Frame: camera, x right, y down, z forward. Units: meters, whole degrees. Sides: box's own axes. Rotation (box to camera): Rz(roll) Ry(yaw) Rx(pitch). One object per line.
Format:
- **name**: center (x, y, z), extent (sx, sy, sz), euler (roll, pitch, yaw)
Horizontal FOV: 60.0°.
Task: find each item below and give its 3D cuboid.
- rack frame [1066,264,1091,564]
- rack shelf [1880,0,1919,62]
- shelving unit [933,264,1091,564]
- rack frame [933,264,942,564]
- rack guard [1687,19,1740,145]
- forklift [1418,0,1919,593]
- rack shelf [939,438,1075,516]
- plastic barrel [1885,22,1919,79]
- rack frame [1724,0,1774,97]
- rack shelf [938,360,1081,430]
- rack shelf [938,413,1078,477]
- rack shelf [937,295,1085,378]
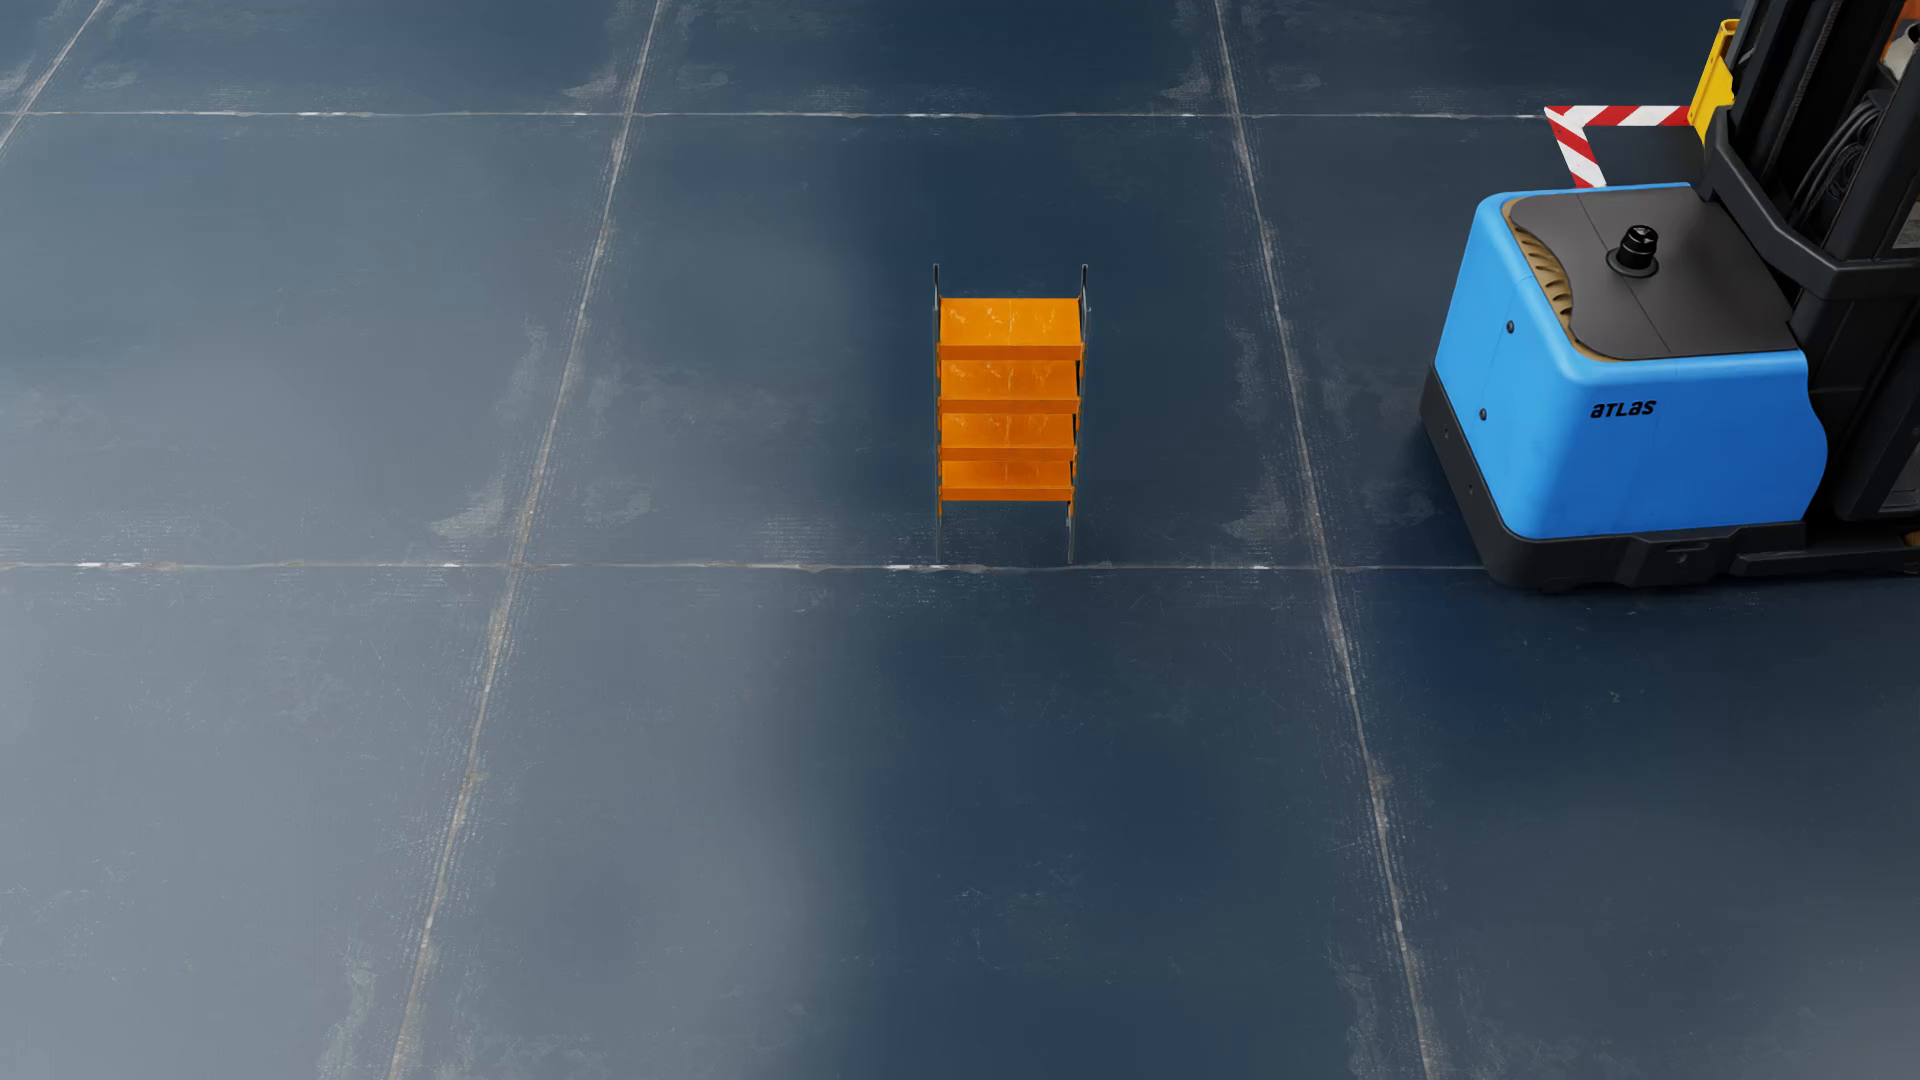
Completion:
- **rack frame**: center (0.410, -0.408, 5.810), extent (0.015, 1.200, 0.240), euler (0, 47, 0)
- **rack shelf**: center (5.672, -2.429, 6.953), extent (4.000, 0.370, 1.077), euler (0, 47, 0)
- **shelving unit**: center (0.166, -0.408, 5.810), extent (0.503, 1.200, 0.258), euler (0, 47, 0)
- **rack frame**: center (-0.078, -0.409, 5.811), extent (0.015, 1.200, 0.240), euler (0, 47, 0)
- **rack guard**: center (3.748, -1.862, 7.642), extent (0.348, 0.500, 1.175), euler (0, 47, 0)
- **forklift**: center (3.378, -1.260, 5.420), extent (3.031, 2.935, 1.130), euler (-4, 47, -4)
- **rack shelf**: center (0.166, -0.227, 6.005), extent (0.480, 0.148, 0.258), euler (0, 47, 0)
- **plastic barrel**: center (4.331, -2.029, 7.502), extent (0.421, 0.512, 0.421), euler (0, 47, 0)
- **rack frame**: center (3.672, -2.680, 6.695), extent (0.127, 3.000, 1.000), euler (0, 47, 0)
- **rack shelf**: center (0.166, -0.515, 5.696), extent (0.480, 0.148, 0.258), euler (0, 47, 0)
- **rack shelf**: center (0.166, -0.363, 5.860), extent (0.480, 0.148, 0.258), euler (0, 47, 0)
- **rack shelf**: center (0.166, -0.676, 5.523), extent (0.480, 0.148, 0.258), euler (0, 47, 0)
